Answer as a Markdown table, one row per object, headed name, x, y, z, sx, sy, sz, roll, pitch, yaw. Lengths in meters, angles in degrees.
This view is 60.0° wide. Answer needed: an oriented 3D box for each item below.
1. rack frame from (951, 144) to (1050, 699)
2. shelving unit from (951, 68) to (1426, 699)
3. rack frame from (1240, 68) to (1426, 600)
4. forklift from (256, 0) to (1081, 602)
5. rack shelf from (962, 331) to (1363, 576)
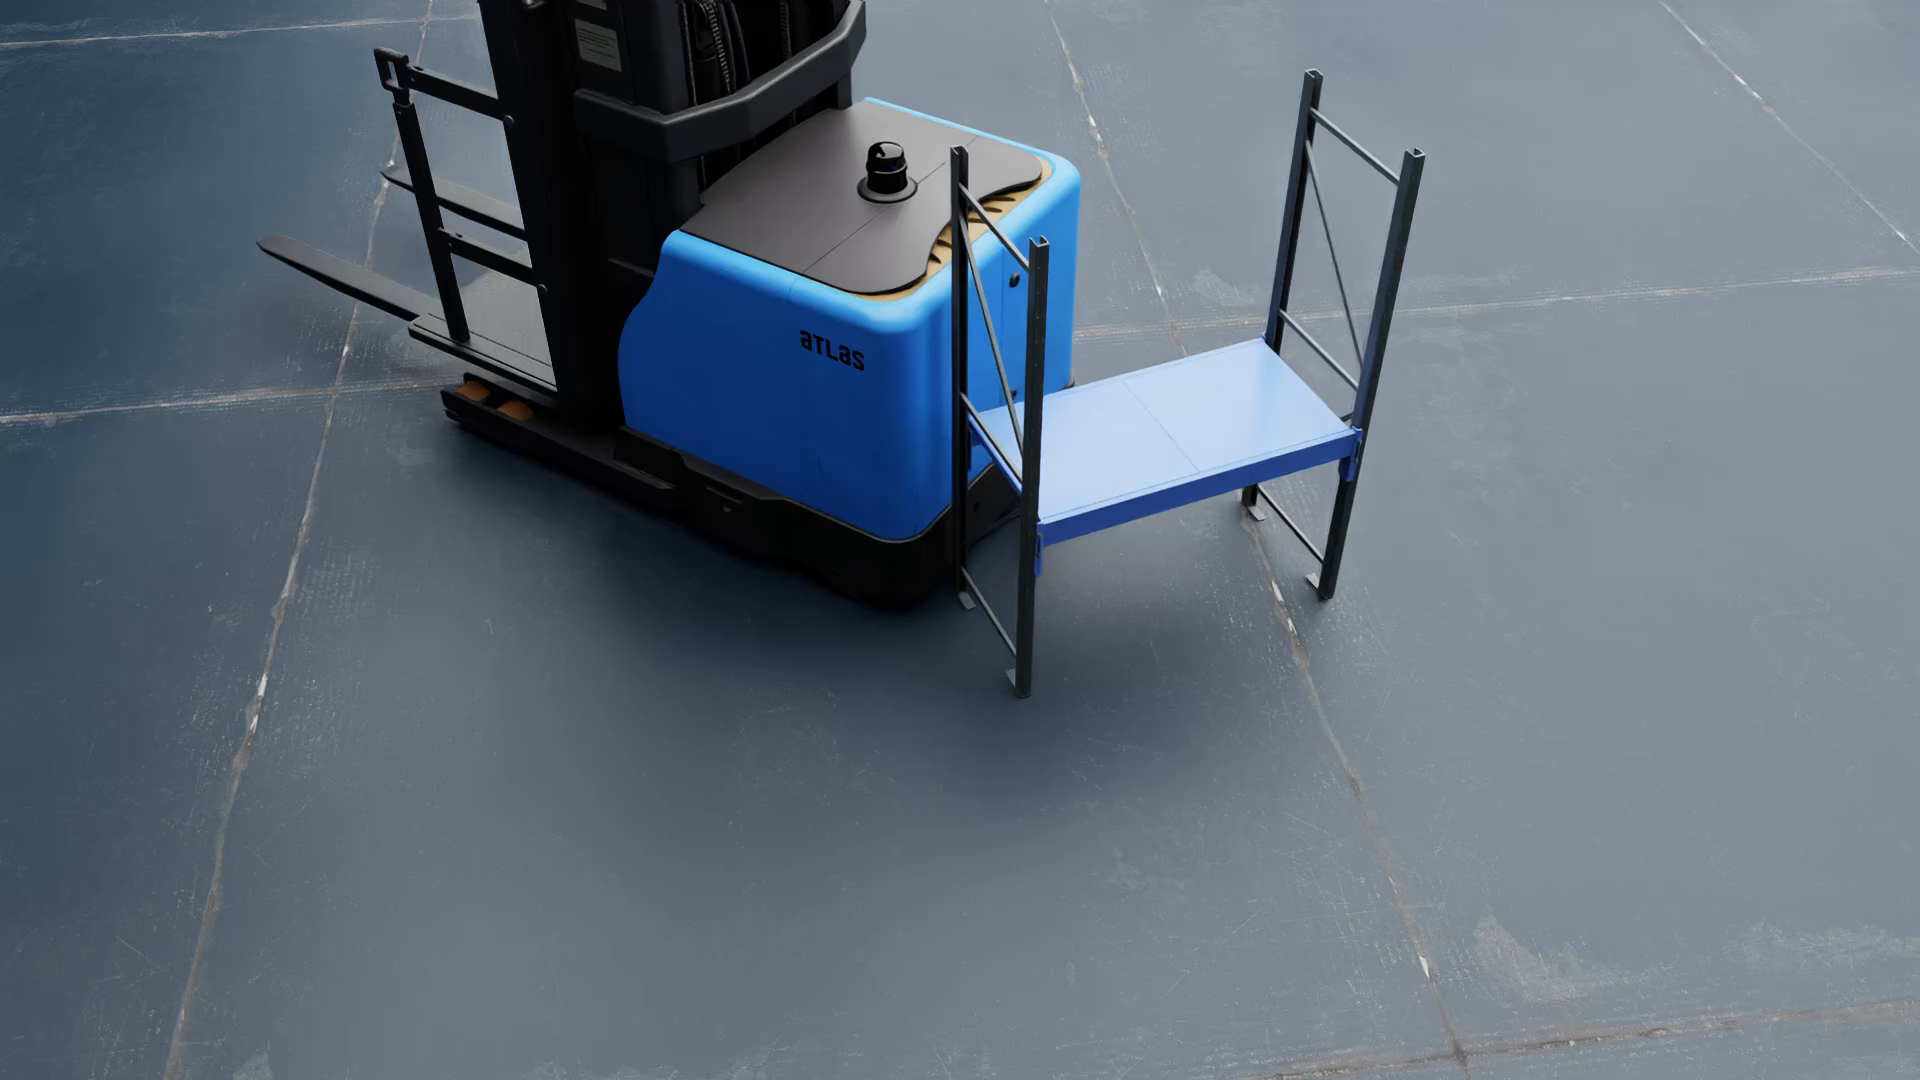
| name | x | y | z | sx | sy | sz | roll | pitch | yaw |
| --- | --- | --- | --- | --- | --- | --- | --- | --- | --- |
| rack frame | 0.090 | -0.260 | 4.419 | 0.032 | 1.500 | 0.500 | -16 | 45 | -17 |
| shelving unit | 0.556 | -0.396 | 4.569 | 1.048 | 1.500 | 0.538 | -16 | 45 | -17 |
| rack frame | 1.022 | -0.531 | 4.719 | 0.032 | 1.500 | 0.500 | -16 | 45 | -17 |
| forklift | -1.145 | -1.665 | 4.907 | 3.031 | 2.935 | 1.130 | 23 | 47 | 24 |
| rack shelf | 0.556 | -0.262 | 4.689 | 1.000 | 0.185 | 0.538 | -16 | 45 | -17 |
